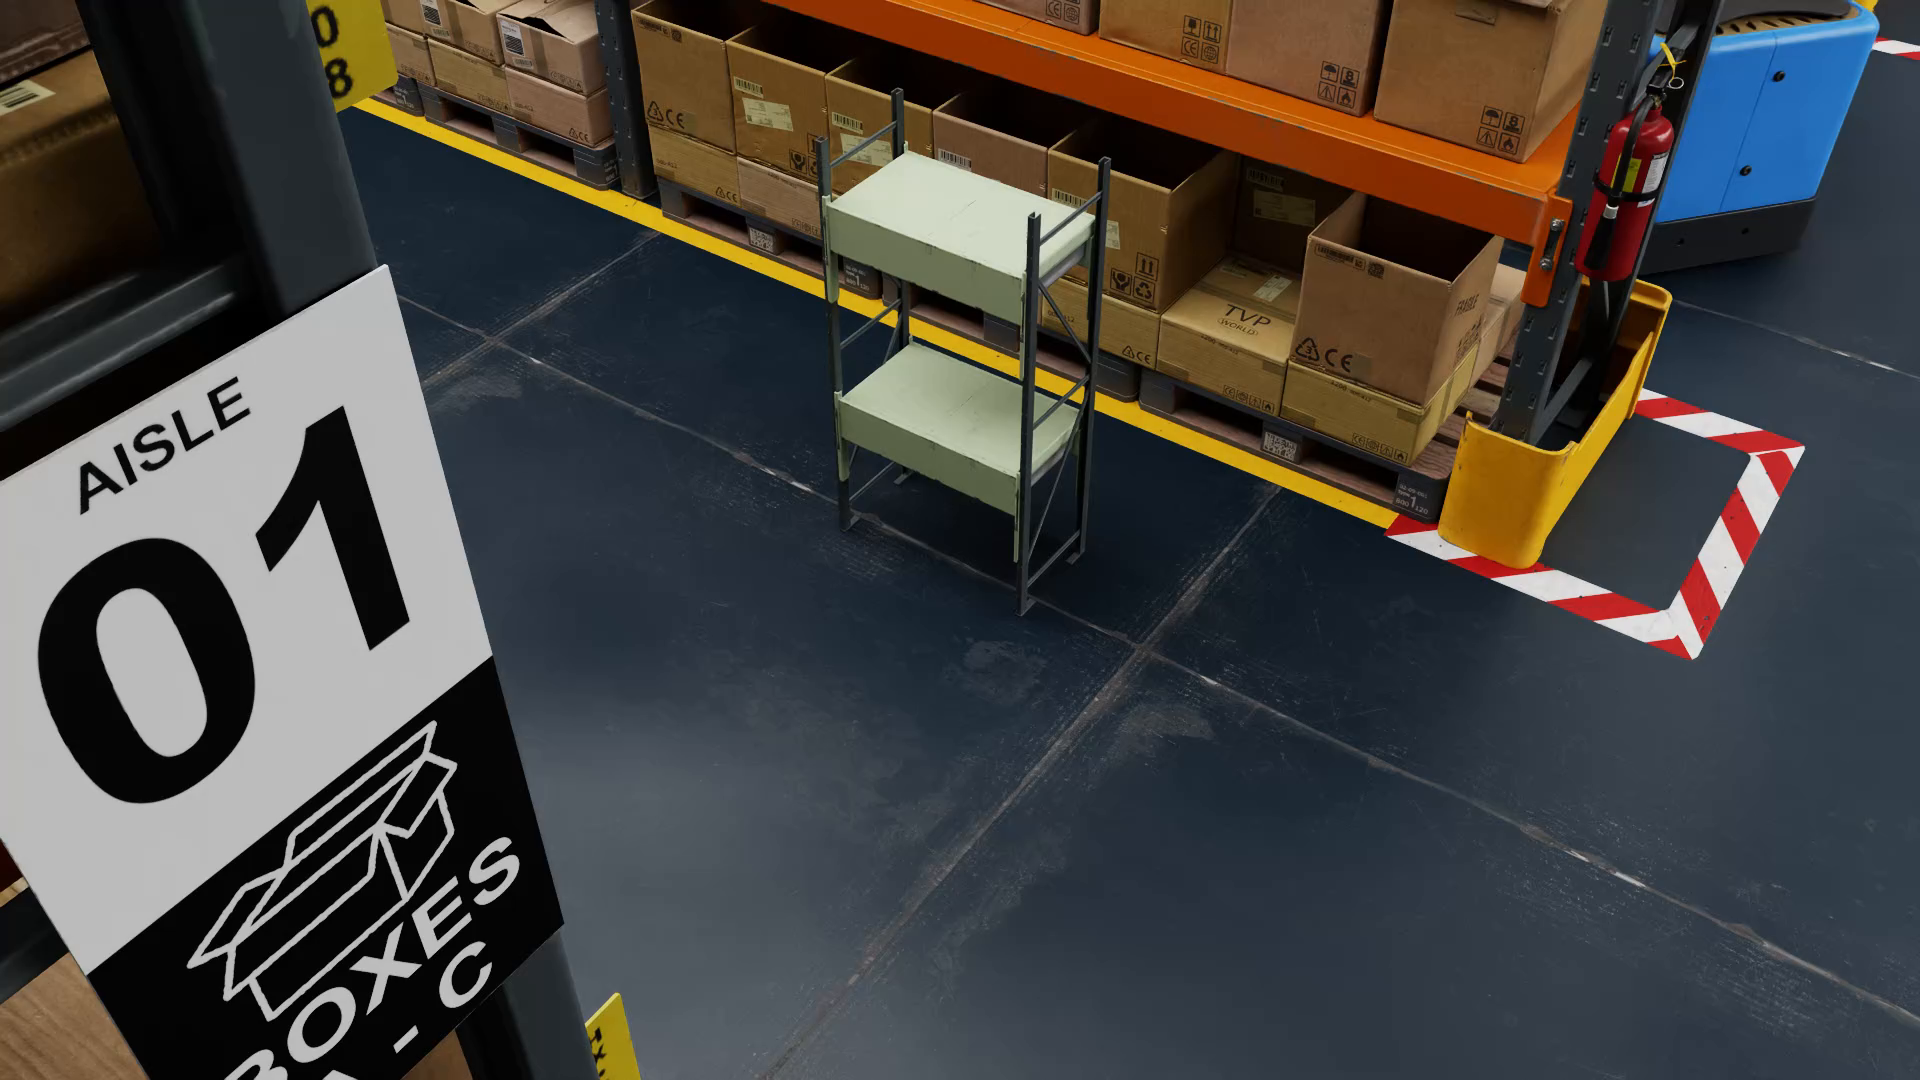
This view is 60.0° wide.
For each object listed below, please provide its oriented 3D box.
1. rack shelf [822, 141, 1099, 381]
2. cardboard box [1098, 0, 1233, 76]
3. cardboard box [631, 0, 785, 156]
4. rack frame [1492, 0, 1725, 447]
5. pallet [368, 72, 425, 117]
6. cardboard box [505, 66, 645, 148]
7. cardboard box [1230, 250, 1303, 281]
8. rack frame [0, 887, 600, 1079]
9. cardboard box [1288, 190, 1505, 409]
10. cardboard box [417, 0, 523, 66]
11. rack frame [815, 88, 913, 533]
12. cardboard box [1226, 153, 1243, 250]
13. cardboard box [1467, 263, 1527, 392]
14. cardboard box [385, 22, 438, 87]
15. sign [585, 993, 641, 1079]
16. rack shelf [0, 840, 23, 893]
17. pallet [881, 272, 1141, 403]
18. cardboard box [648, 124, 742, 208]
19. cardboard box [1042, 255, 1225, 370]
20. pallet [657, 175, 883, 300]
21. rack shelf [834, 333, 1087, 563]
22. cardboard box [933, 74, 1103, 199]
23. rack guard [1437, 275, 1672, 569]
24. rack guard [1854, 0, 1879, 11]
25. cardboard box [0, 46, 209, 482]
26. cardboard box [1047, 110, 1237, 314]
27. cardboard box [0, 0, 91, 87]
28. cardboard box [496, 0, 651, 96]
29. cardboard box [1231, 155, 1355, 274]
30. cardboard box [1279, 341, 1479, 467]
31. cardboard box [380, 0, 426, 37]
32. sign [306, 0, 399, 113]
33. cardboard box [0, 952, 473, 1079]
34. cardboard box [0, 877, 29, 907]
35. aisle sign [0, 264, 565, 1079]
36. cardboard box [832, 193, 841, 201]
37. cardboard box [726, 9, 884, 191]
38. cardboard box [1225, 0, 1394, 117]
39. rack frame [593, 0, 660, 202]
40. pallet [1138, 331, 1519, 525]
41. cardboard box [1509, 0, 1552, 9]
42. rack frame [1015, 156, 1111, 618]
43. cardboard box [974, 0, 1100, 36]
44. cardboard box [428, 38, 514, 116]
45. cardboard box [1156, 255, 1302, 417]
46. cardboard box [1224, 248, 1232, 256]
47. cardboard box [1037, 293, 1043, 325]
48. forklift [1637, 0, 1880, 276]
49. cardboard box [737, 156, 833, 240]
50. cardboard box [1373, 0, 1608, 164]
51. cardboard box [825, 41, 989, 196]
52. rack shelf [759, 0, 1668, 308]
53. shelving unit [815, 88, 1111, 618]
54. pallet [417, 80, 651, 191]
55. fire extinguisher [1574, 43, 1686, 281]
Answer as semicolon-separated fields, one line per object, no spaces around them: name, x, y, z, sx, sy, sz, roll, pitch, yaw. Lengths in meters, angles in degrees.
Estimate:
rack shelf;0.005;-0.847;4.987;0.720;0.370;0.431;25;48;25
cardboard box;0.880;-2.009;5.671;0.500;0.500;0.700;25;48;26
cardboard box;-0.984;-1.989;6.908;0.500;0.500;0.500;25;48;25
rack frame;2.091;-1.395;5.059;0.127;3.000;1.000;25;48;25
pallet;-2.813;-2.615;8.514;1.213;0.211;1.003;25;48;25
cardboard box;-1.690;-2.059;7.548;0.500;0.250;0.500;25;47;25
cardboard box;1.368;-1.043;6.413;0.500;0.250;0.500;25;48;25
rack frame;-0.751;1.311;2.035;0.127;3.000;1.000;25;48;25
cardboard box;1.481;-0.849;5.634;0.500;0.500;0.500;25;48;25
cardboard box;-2.110;-2.461;7.578;0.500;0.311;0.500;26;48;26
rack frame;-0.294;-0.697;5.404;0.023;1.500;0.400;25;48;25
cardboard box;0.952;-1.508;6.370;0.500;0.500;0.500;25;48;25
cardboard box;1.779;-0.853;6.201;0.500;0.250;0.500;25;48;25
cardboard box;-2.522;-2.449;7.984;0.500;0.250;0.500;26;48;26
sign;-0.439;0.692;2.078;0.005;0.325;0.100;25;48;25
rack shelf;-2.388;-0.304;2.131;4.000;0.370;1.077;25;48;25
pallet;0.446;-1.093;6.813;1.213;0.211;1.003;25;48;25
cardboard box;-0.979;-1.715;7.164;0.500;0.250;0.500;25;48;25
cardboard box;0.655;-0.946;6.305;0.500;0.250;0.500;25;48;25
pallet;-0.557;-1.560;7.335;1.213;0.211;1.003;25;48;25
rack shelf;0.005;-0.313;5.464;0.720;0.370;0.431;25;48;25
cardboard box;0.245;-1.416;6.268;0.500;0.500;0.500;25;48;25
rack guard;2.110;-0.454;5.883;0.348;0.500;1.175;25;48;25
rack guard;4.849;-3.169;8.917;0.348;0.500;1.175;25;48;25
cardboard box;-0.881;-0.116;1.291;0.500;0.500;0.500;26;48;26
cardboard box;0.654;-1.224;6.053;0.500;0.500;0.500;25;48;25
cardboard box;-0.927;-0.504;0.975;0.500;0.500;0.500;22;46;22
cardboard box;-1.680;-2.266;7.359;0.500;0.311;0.500;25;48;25
cardboard box;1.369;-1.323;6.164;0.500;0.500;0.500;25;48;25
cardboard box;1.482;-0.571;5.885;0.500;0.250;0.500;25;48;25
cardboard box;-2.517;-2.654;7.793;0.500;0.311;0.500;25;47;25
sign;-0.439;-0.429;1.075;0.005;0.325;0.100;25;48;25
cardboard box;-0.969;0.733;2.216;0.500;0.500;0.500;25;48;25
cardboard box;-1.368;0.539;2.434;0.500;0.500;0.500;25;48;25
aisle sign;-0.519;0.206;1.321;0.004;0.787;0.394;25;48;25
cardboard box;-0.166;-1.327;6.730;0.500;0.250;0.500;25;48;25
cardboard box;-0.571;-1.802;6.699;0.500;0.500;0.500;25;48;25
cardboard box;1.283;-1.816;5.455;0.500;0.500;0.700;26;48;26
rack frame;-1.184;-2.926;6.771;0.127;3.000;1.000;25;48;25
pallet;1.440;-0.626;6.291;1.213;0.211;1.003;25;48;25
cardboard box;1.668;-1.716;4.857;0.250;0.149;0.380;24;47;25
rack frame;0.305;-0.416;5.090;0.023;1.500;0.400;25;48;25
cardboard box;0.447;-2.209;5.894;0.500;0.500;0.700;27;48;27
cardboard box;-2.103;-2.253;7.766;0.500;0.250;0.500;24;47;25
cardboard box;1.066;-0.755;6.092;0.500;0.250;0.500;25;48;25
cardboard box;0.959;-1.234;6.627;0.500;0.250;0.500;25;48;25
cardboard box;0.247;-1.138;6.520;0.500;0.250;0.500;25;48;25
forklift;2.686;-3.155;7.078;1.130;2.935;3.031;-10;43;-11
cardboard box;-0.572;-1.521;6.947;0.500;0.250;0.500;25;48;25
cardboard box;1.716;-1.618;5.233;0.500;0.500;0.700;25;48;25
cardboard box;-0.166;-1.606;6.480;0.500;0.500;0.500;25;48;25
rack shelf;0.453;-1.892;6.155;4.000;0.370;1.077;25;48;25
shelving unit;0.005;-0.556;5.247;0.755;1.500;0.431;25;48;25
pallet;-1.810;-2.148;7.992;1.213;0.211;1.003;25;48;25
fire extinguisher;1.921;-1.067;4.751;0.183;0.674;0.296;25;48;25
